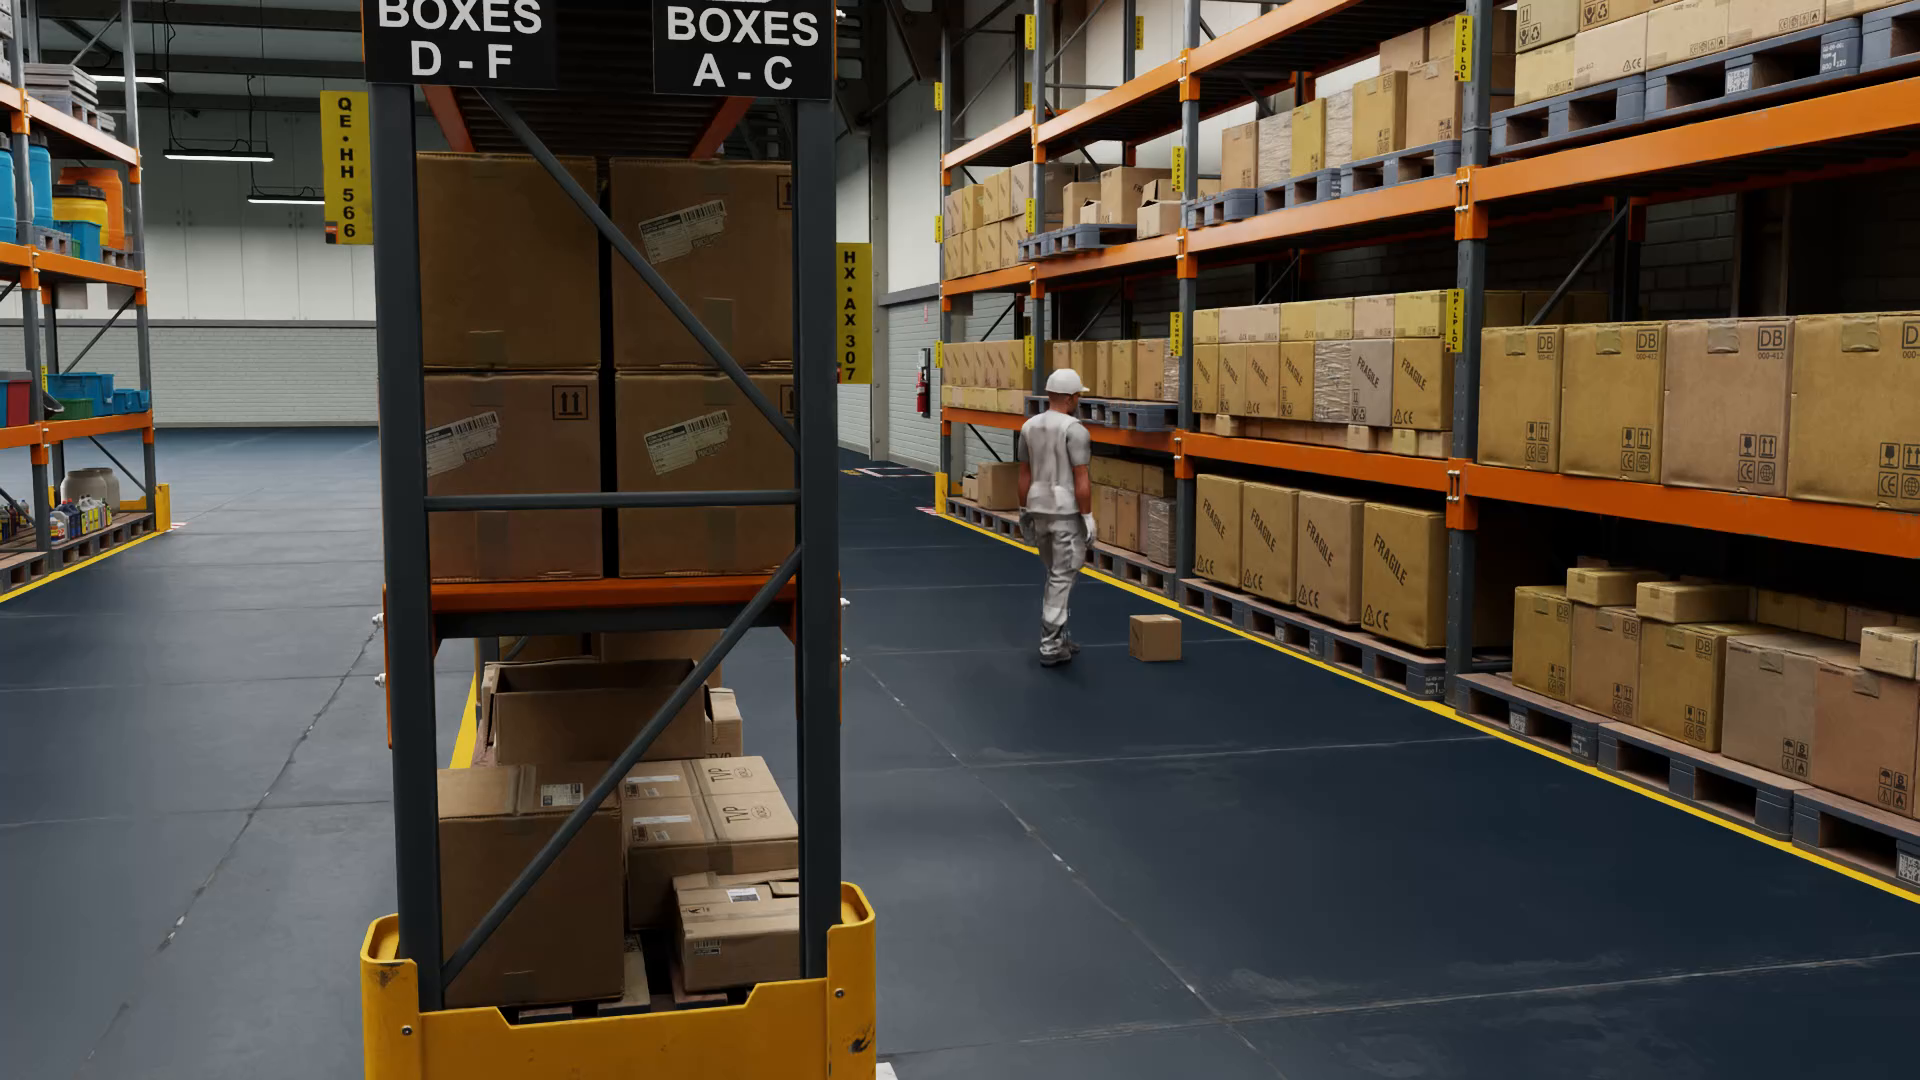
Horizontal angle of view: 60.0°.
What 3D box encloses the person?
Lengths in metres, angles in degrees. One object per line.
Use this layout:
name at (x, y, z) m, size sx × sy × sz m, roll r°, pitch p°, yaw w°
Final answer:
person at (0.692, -0.149, 10.149) m, size 0.587 × 1.786 × 0.572 m, roll -6°, pitch 8°, yaw -44°
